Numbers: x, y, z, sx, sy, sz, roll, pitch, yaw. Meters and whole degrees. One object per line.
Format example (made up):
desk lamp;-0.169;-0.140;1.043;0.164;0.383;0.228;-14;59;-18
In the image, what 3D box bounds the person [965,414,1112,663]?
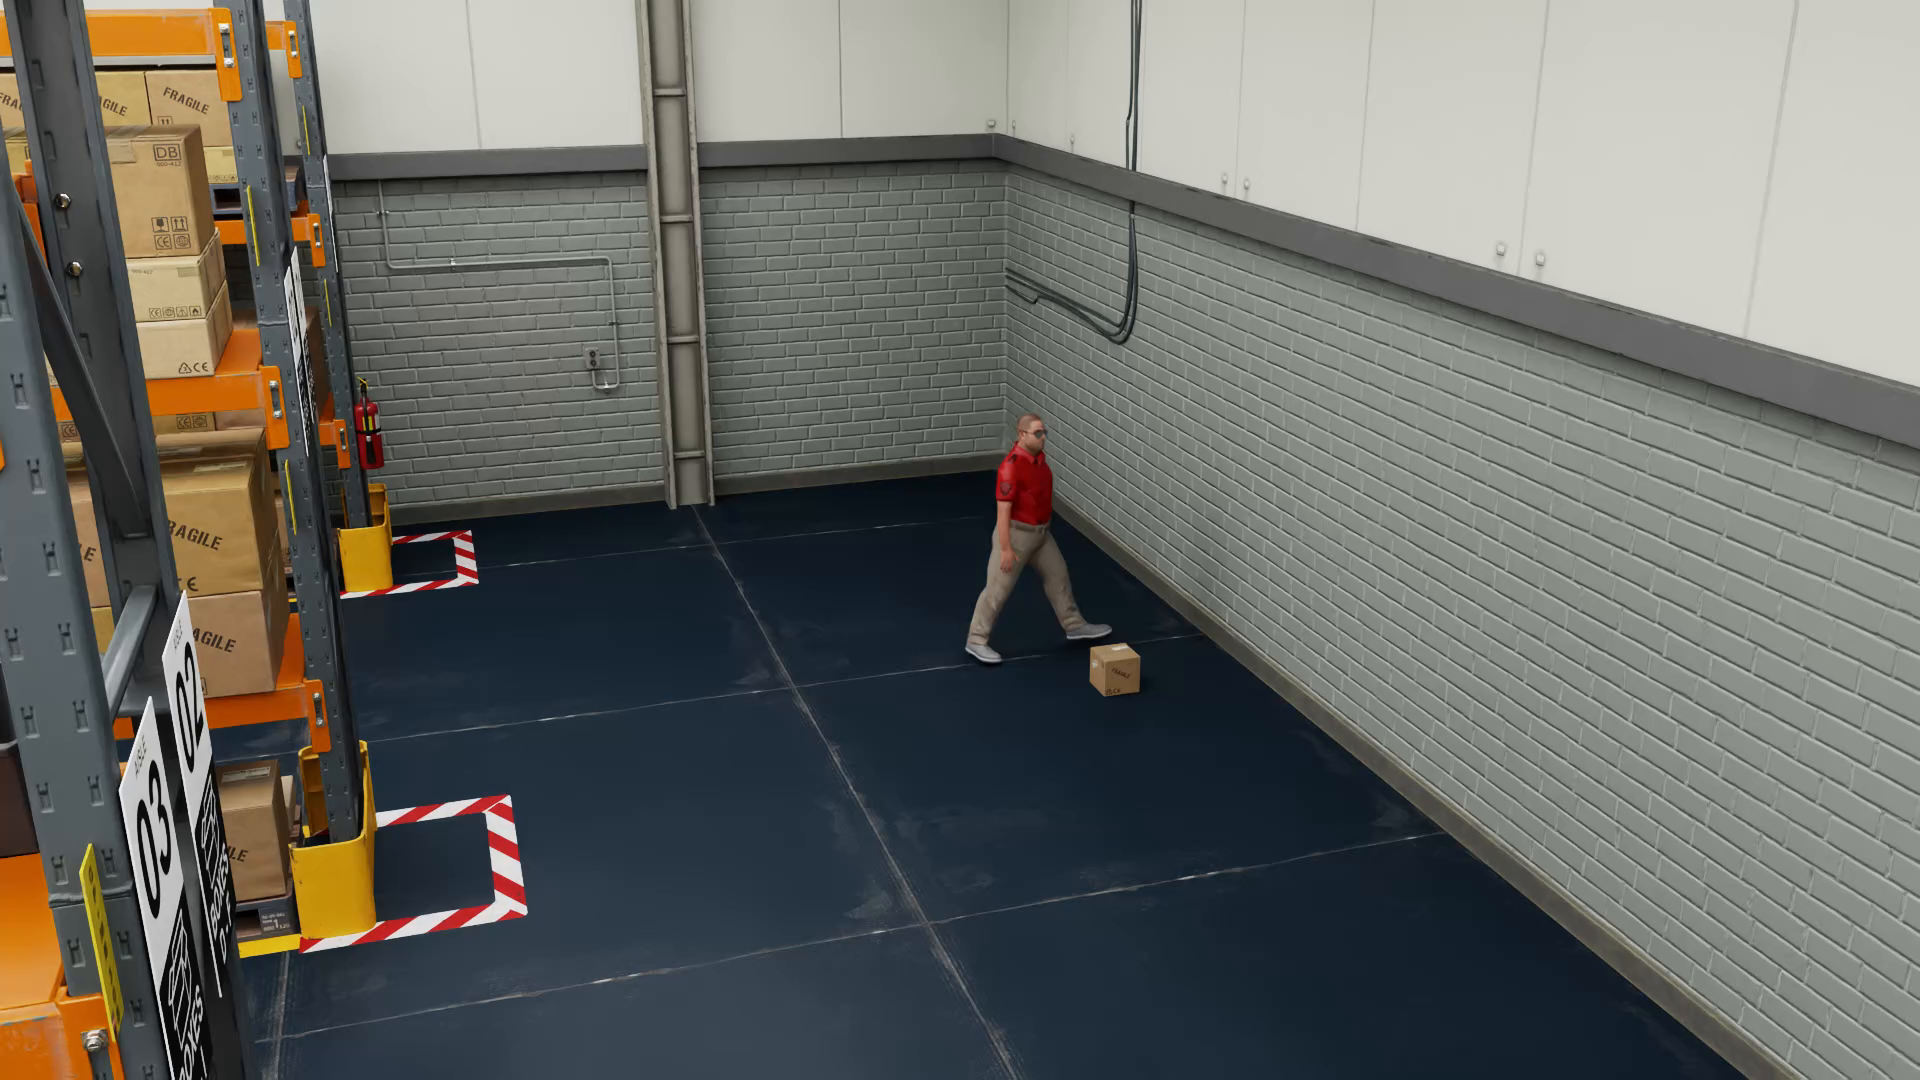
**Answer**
person;0.528;-0.035;11.184;0.841;1.688;0.767;10;22;27
